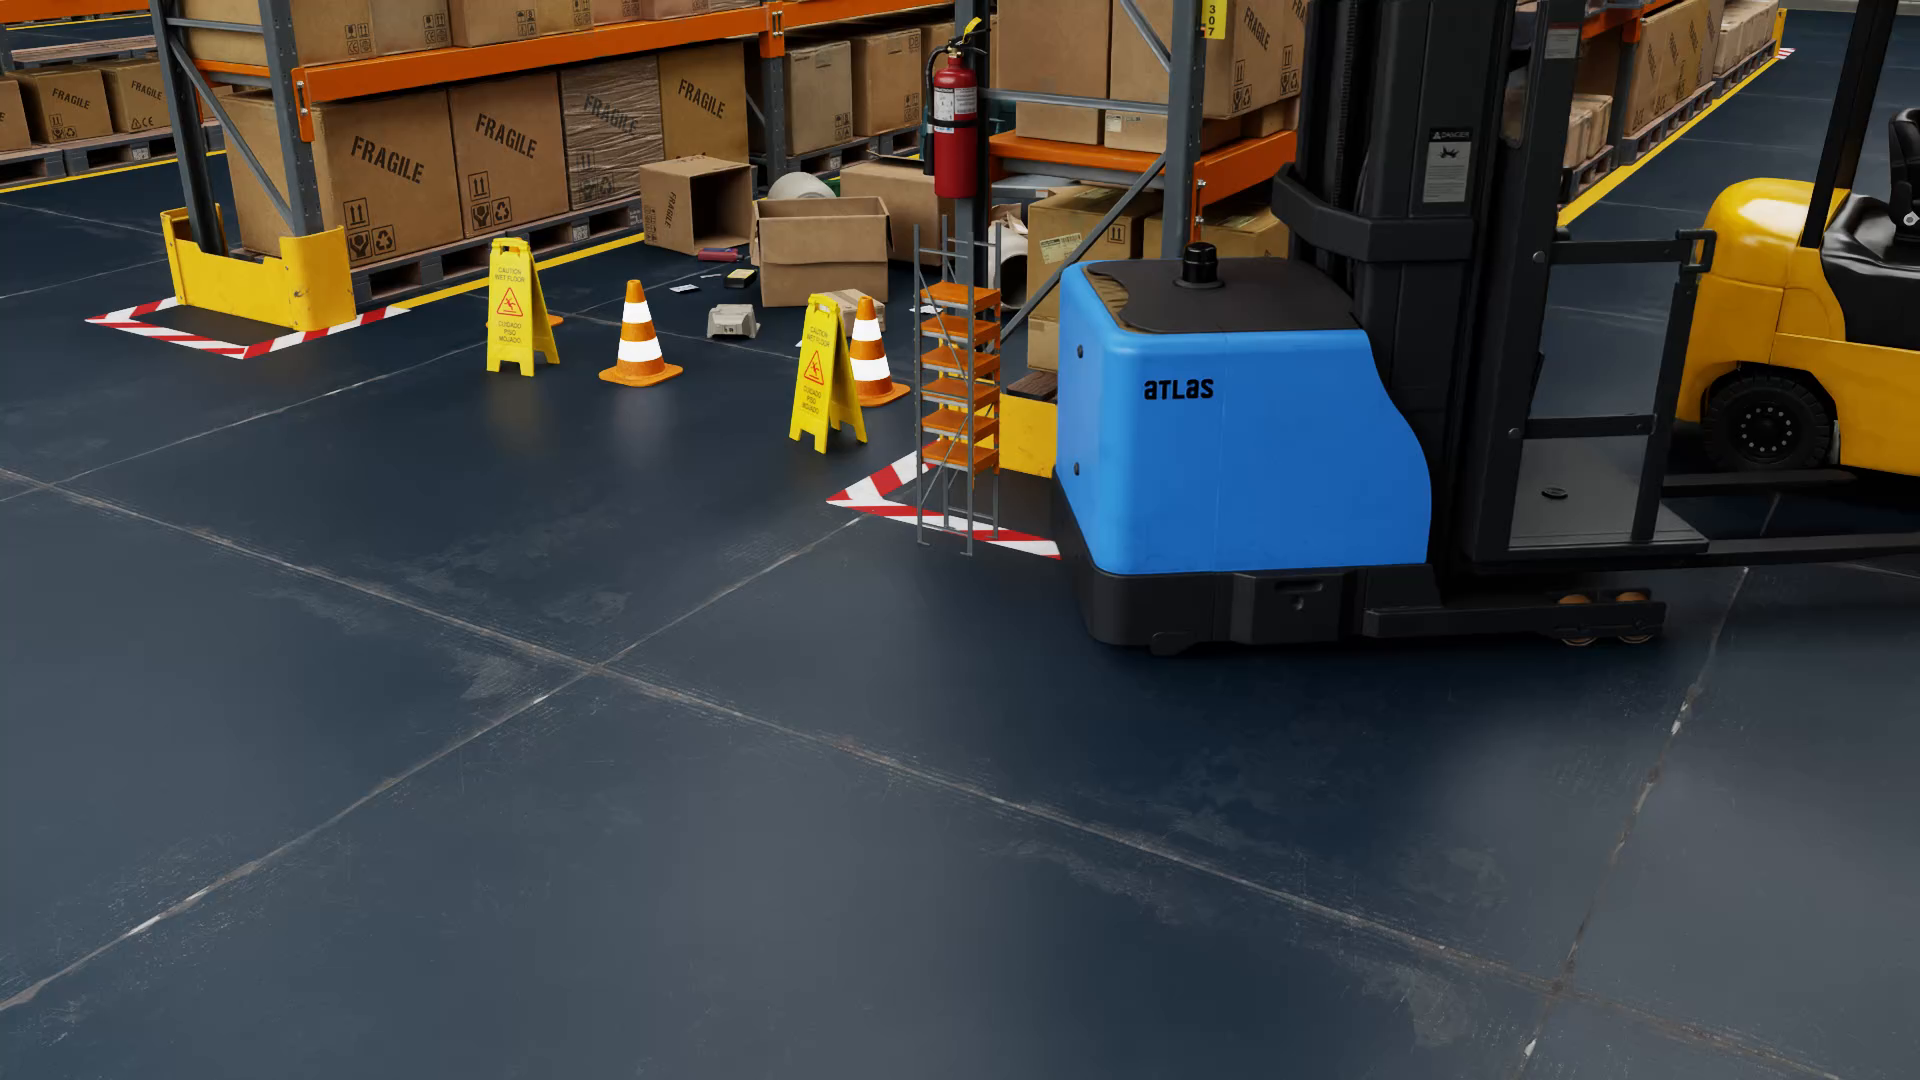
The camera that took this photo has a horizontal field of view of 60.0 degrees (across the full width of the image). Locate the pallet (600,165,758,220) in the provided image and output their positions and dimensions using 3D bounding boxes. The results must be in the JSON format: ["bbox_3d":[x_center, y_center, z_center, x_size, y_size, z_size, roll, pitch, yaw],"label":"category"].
[{"bbox_3d":[-2.181,-2.486,11.727,1.003,0.211,1.213,14,27,29],"label":"pallet"}]

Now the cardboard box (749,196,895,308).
[{"bbox_3d":[-0.789,-1.630,9.383,0.797,0.503,0.637,-3,24,-7],"label":"cardboard box"}]

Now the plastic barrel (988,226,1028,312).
[{"bbox_3d":[0.239,-1.485,9.147,0.421,0.421,0.512,-7,24,-17],"label":"plastic barrel"}]

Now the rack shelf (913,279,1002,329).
[{"bbox_3d":[-0.008,-0.835,5.875,0.258,0.103,0.180,14,27,29],"label":"rack shelf"}]

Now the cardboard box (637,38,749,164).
[{"bbox_3d":[-2.105,-3.026,11.610,0.875,0.875,0.875,14,27,30],"label":"cardboard box"}]

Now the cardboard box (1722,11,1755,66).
[{"bbox_3d":[7.659,-5.211,17.209,0.875,0.438,0.875,13,27,27],"label":"cardboard box"}]

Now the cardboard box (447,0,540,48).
[{"bbox_3d":[-2.992,-3.212,9.706,0.875,0.550,0.550,14,27,29],"label":"cardboard box"}]

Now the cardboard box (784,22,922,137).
[{"bbox_3d":[-0.950,-3.719,13.369,1.050,0.750,0.750,14,27,29],"label":"cardboard box"}]

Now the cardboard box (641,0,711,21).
[{"bbox_3d":[-2.169,-3.757,10.965,0.875,0.550,0.550,14,27,29],"label":"cardboard box"}]

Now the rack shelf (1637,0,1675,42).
[{"bbox_3d":[5.710,-4.698,14.231,1.077,0.370,4.000,14,27,29],"label":"rack shelf"}]

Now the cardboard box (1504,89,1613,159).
[{"bbox_3d":[4.349,-3.151,12.532,0.950,0.372,0.625,12,26,25],"label":"cardboard box"}]

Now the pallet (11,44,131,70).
[{"bbox_3d":[-9.700,-5.111,17.790,1.003,0.211,1.213,14,27,29],"label":"pallet"}]

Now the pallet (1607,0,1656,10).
[{"bbox_3d":[4.370,-4.002,11.960,1.213,0.211,1.003,14,27,29],"label":"pallet"}]

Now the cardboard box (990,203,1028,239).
[{"bbox_3d":[0.292,-1.923,10.357,0.258,0.266,0.396,-3,24,-7],"label":"cardboard box"}]

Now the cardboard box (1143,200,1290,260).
[{"bbox_3d":[1.108,-1.150,7.120,0.500,0.500,0.500,13,27,27],"label":"cardboard box"}]

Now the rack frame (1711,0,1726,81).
[{"bbox_3d":[6.765,-5.703,15.648,1.000,3.000,0.127,14,27,29],"label":"rack frame"}]

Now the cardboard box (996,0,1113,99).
[{"bbox_3d":[0.487,-2.076,6.769,0.500,0.500,0.500,13,27,28],"label":"cardboard box"}]

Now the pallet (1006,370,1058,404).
[{"bbox_3d":[0.934,-0.665,7.521,1.003,0.211,1.213,14,27,29],"label":"pallet"}]

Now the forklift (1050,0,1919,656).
[{"bbox_3d":[1.884,-1.205,5.343,3.031,2.935,1.130,-2,24,-5],"label":"forklift"}]

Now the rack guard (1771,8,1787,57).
[{"bbox_3d":[8.888,-5.914,19.281,1.175,0.500,0.348,14,27,29],"label":"rack guard"}]

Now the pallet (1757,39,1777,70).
[{"bbox_3d":[8.520,-5.487,18.659,1.003,0.211,1.213,14,27,29],"label":"pallet"}]

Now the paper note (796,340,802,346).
[{"bbox_3d":[-0.757,-1.026,8.582,0.148,0.019,0.142,5,24,11],"label":"paper note"}]

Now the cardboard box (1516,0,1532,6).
[{"bbox_3d":[3.105,-3.200,9.655,0.380,0.149,0.250,14,27,30],"label":"cardboard box"}]

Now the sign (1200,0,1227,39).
[{"bbox_3d":[0.896,-1.936,5.857,0.100,0.325,0.005,14,27,29],"label":"sign"}]

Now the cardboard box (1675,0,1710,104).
[{"bbox_3d":[6.036,-4.388,14.756,0.875,0.875,0.875,15,27,30],"label":"cardboard box"}]

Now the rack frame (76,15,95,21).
[{"bbox_3d":[-12.178,-8.507,22.125,1.000,3.000,0.127,14,27,29],"label":"rack frame"}]

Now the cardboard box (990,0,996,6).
[{"bbox_3d":[0.535,-5.031,15.771,0.500,0.250,0.500,13,27,28],"label":"cardboard box"}]

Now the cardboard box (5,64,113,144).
[{"bbox_3d":[-7.008,-3.398,12.943,0.500,0.500,0.500,17,29,34],"label":"cardboard box"}]

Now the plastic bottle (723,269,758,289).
[{"bbox_3d":[-1.274,-1.536,9.722,0.133,0.061,0.283,5,24,11],"label":"plastic bottle"}]

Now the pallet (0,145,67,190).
[{"bbox_3d":[-7.485,-2.742,12.319,1.003,0.211,1.213,14,27,29],"label":"pallet"}]

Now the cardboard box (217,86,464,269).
[{"bbox_3d":[-3.522,-2.116,9.509,0.875,0.875,0.875,14,27,29],"label":"cardboard box"}]

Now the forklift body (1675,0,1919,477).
[{"bbox_3d":[4.105,-1.247,6.422,2.313,2.155,1.214,14,27,29],"label":"forklift body"}]

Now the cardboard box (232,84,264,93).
[{"bbox_3d":[-6.119,-3.998,14.328,0.500,0.500,0.500,13,27,27],"label":"cardboard box"}]

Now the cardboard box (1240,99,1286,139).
[{"bbox_3d":[1.120,-1.769,6.878,0.380,0.149,0.250,13,27,27],"label":"cardboard box"}]

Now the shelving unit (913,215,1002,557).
[{"bbox_3d":[-0.008,-0.546,6.000,0.258,1.200,0.189,14,27,29],"label":"shelving unit"}]

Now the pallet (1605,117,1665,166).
[{"bbox_3d":[5.135,-3.323,13.661,1.003,0.211,1.213,14,27,29],"label":"pallet"}]

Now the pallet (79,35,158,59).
[{"bbox_3d":[-9.058,-5.524,18.745,1.003,0.211,1.213,14,27,29],"label":"pallet"}]

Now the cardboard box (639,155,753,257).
[{"bbox_3d":[-1.660,-2.121,10.517,0.500,0.500,0.500,20,30,38],"label":"cardboard box"}]

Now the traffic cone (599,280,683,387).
[{"bbox_3d":[-1.556,-1.022,8.028,0.336,0.463,0.334,14,27,29],"label":"traffic cone"}]

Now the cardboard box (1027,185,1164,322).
[{"bbox_3d":[0.636,-1.253,7.357,0.500,0.500,0.500,14,27,29],"label":"cardboard box"}]

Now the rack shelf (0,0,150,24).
[{"bbox_3d":[-6.929,-4.074,12.791,1.077,0.370,4.000,14,27,29],"label":"rack shelf"}]

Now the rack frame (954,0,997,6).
[{"bbox_3d":[0.397,-5.356,14.846,1.000,3.000,0.127,14,27,29],"label":"rack frame"}]

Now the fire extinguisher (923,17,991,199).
[{"bbox_3d":[-0.017,-1.675,6.441,0.296,0.674,0.183,14,27,29],"label":"fire extinguisher"}]

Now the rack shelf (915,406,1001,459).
[{"bbox_3d":[-0.008,-0.395,6.065,0.258,0.103,0.180,14,27,29],"label":"rack shelf"}]
